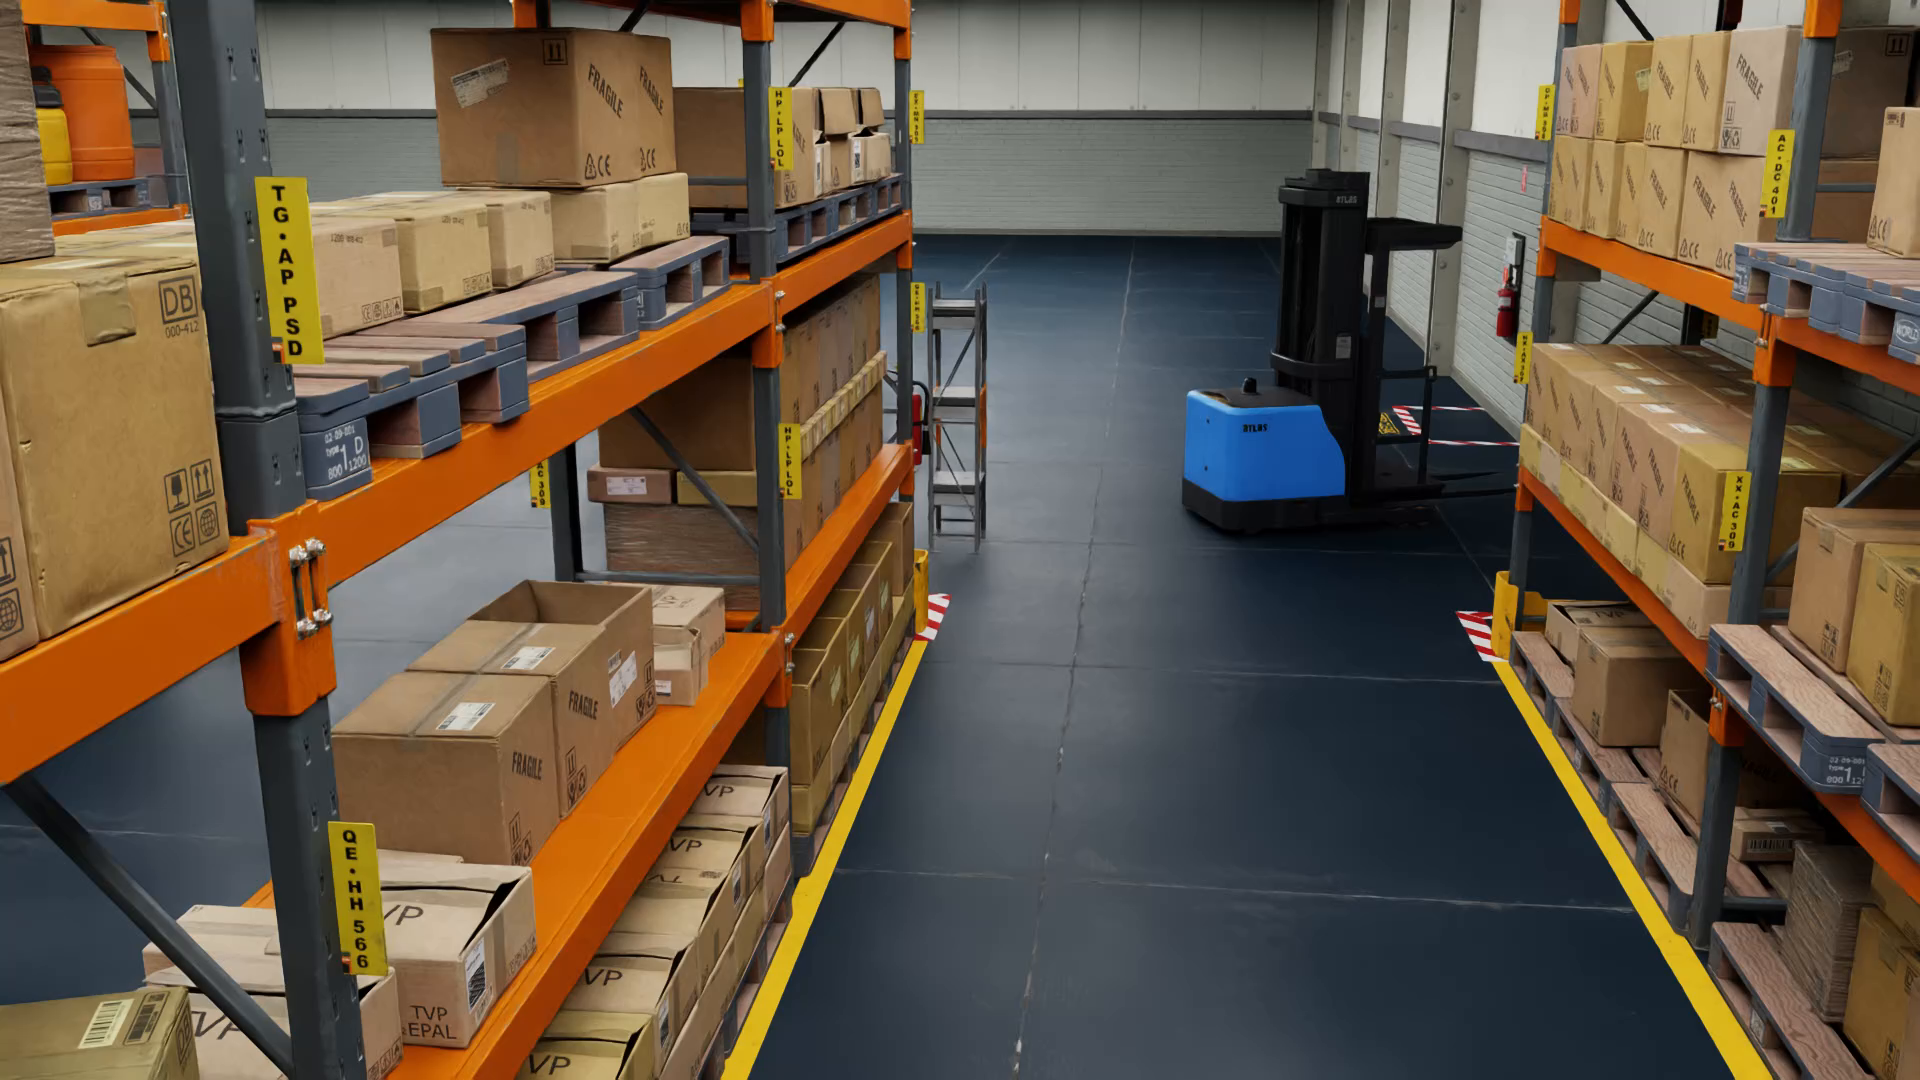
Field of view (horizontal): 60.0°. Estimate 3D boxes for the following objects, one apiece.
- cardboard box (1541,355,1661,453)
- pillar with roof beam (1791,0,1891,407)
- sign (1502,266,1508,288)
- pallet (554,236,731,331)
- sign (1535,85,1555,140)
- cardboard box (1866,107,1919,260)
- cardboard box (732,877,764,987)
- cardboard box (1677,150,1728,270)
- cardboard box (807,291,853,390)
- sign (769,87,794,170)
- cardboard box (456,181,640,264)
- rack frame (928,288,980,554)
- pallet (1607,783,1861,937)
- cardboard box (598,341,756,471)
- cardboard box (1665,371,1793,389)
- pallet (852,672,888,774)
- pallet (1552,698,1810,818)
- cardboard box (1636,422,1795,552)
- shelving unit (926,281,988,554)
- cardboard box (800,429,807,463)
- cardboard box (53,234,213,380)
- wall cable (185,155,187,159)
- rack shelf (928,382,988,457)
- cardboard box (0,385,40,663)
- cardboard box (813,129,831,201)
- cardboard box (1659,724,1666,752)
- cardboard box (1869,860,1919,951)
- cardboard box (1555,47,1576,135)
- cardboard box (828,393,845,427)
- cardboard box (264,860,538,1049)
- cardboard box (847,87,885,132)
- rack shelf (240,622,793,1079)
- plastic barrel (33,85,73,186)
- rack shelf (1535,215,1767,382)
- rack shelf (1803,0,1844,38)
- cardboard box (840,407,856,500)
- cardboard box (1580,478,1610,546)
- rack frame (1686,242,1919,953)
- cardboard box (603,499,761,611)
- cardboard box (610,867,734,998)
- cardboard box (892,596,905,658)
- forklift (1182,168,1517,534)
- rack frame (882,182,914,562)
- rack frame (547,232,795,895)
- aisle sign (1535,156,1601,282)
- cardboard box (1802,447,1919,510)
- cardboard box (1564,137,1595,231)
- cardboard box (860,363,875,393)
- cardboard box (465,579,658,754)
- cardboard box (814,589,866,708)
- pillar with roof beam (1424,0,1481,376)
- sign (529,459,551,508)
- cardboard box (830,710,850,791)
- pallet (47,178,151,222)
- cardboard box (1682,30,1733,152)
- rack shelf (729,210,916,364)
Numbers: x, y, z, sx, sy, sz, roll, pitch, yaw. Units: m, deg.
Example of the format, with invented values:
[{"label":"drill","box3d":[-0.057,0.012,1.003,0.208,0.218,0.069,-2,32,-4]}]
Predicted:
[{"label":"cardboard box","box3d":[3.688,-0.776,9.599,0.500,0.500,0.500,2,15,6]},{"label":"pillar with roof beam","box3d":[0.609,-3.536,9.498,9.100,9.000,0.400,2,15,6]},{"label":"sign","box3d":[6.046,-2.866,18.448,0.001,0.329,0.234,2,15,6]},{"label":"pallet","box3d":[-1.354,-0.954,6.063,0.805,0.209,1.217,1,15,4]},{"label":"sign","box3d":[3.567,-2.606,10.131,0.100,0.325,0.005,2,15,6]},{"label":"cardboard box","box3d":[3.514,-1.242,5.766,0.500,0.500,0.500,4,16,14]},{"label":"cardboard box","box3d":[-1.085,1.545,6.667,0.500,0.250,0.500,1,15,5]},{"label":"cardboard box","box3d":[3.536,-1.457,7.329,0.500,0.500,0.500,0,15,2]},{"label":"cardboard box","box3d":[-0.997,-1.138,9.445,0.700,0.500,0.500,2,15,6]},{"label":"sign","box3d":[-0.727,-1.663,6.727,0.100,0.325,0.005,2,15,6]},{"label":"cardboard box","box3d":[-1.406,-1.104,5.733,0.500,0.250,0.500,0,15,1]},{"label":"rack frame","box3d":[-0.046,-0.907,12.995,0.400,2.100,0.015,2,15,6]},{"label":"pallet","box3d":[3.696,1.488,7.753,1.003,0.211,1.213,2,15,6]},{"label":"cardboard box","box3d":[-1.224,-0.617,7.521,0.700,0.500,0.500,2,15,7]},{"label":"cardboard box","box3d":[4.144,-0.626,9.043,0.500,0.500,0.500,1,15,5]},{"label":"pallet","box3d":[-1.001,0.996,9.573,1.003,0.211,1.213,2,15,6]},{"label":"pallet","box3d":[3.831,1.171,8.926,1.003,0.211,1.213,2,15,6]},{"label":"cardboard box","box3d":[3.452,-0.243,7.626,0.500,0.500,0.500,2,15,6]},{"label":"shelving unit","box3d":[-0.019,-0.971,13.229,0.431,2.100,0.503,2,15,6]},{"label":"cardboard box","box3d":[-0.961,-0.453,8.156,0.380,0.149,0.250,2,15,6]},{"label":"cardboard box","box3d":[-1.724,-0.488,3.455,0.500,0.250,0.500,1,15,2]},{"label":"wall cable","box3d":[-21.380,-11.344,44.322,3.097,2.526,0.112,2,15,6]},{"label":"rack shelf","box3d":[-0.019,-0.958,13.233,0.431,0.518,0.480,2,15,6]},{"label":"cardboard box","box3d":[-1.792,-0.040,2.124,0.910,0.500,0.500,2,15,6]},{"label":"cardboard box","box3d":[-0.888,-1.765,7.796,0.500,0.311,0.500,1,15,3]},{"label":"cardboard box","box3d":[3.855,1.067,8.588,0.380,0.149,0.250,0,15,2]},{"label":"cardboard box","box3d":[3.542,1.256,5.781,0.500,0.250,0.500,1,15,5]},{"label":"cardboard box","box3d":[3.822,-2.616,9.697,0.500,0.500,0.500,1,15,2]},{"label":"cardboard box","box3d":[-0.843,-0.719,9.141,0.380,0.149,0.250,1,15,5]},{"label":"cardboard box","box3d":[-1.425,1.027,4.289,0.500,0.311,0.500,2,15,6]},{"label":"cardboard box","box3d":[-0.885,-2.484,10.085,0.797,0.503,0.637,3,15,10]},{"label":"rack shelf","box3d":[-1.493,1.039,5.453,1.077,0.370,4.000,2,15,6]},{"label":"plastic barrel","box3d":[-5.740,-2.454,10.079,0.600,0.588,0.600,0,15,0]},{"label":"rack shelf","box3d":[3.881,-1.302,8.362,1.077,0.370,4.000,2,15,6]},{"label":"rack shelf","box3d":[3.429,-1.519,4.186,1.077,0.370,4.000,2,15,6]},{"label":"cardboard box","box3d":[-0.998,-0.527,9.674,0.700,0.500,0.500,2,15,7]},{"label":"cardboard box","box3d":[3.569,-0.142,8.689,0.500,0.250,0.500,2,15,7]},{"label":"rack frame","box3d":[3.655,0.318,6.741,1.000,3.000,0.127,2,15,6]},{"label":"cardboard box","box3d":[-1.224,0.009,7.690,0.700,0.500,0.500,1,15,5]},{"label":"cardboard box","box3d":[-1.139,1.405,6.110,0.500,0.311,0.500,2,15,6]},{"label":"cardboard box","box3d":[-0.627,0.538,10.390,0.500,0.250,0.500,2,15,6]},{"label":"forklift","box3d":[3.516,-1.651,14.151,3.031,2.935,1.130,-4,16,-14]},{"label":"rack frame","box3d":[-0.816,-0.865,11.114,1.000,3.000,0.127,2,15,6]},{"label":"rack frame","box3d":[-1.267,0.173,7.277,1.000,3.000,0.127,2,15,6]},{"label":"aisle sign","box3d":[3.816,-2.002,10.340,0.394,0.787,0.004,2,15,6]},{"label":"cardboard box","box3d":[3.916,-0.097,7.088,0.500,0.500,0.500,1,15,5]},{"label":"cardboard box","box3d":[3.724,-2.008,9.366,0.500,0.500,0.500,3,15,10]},{"label":"cardboard box","box3d":[-0.727,-0.987,10.132,0.380,0.149,0.250,1,15,5]},{"label":"cardboard box","box3d":[-1.430,0.460,6.024,0.500,0.500,0.500,3,15,10]},{"label":"cardboard box","box3d":[-0.791,0.565,8.853,0.500,0.500,0.500,2,15,6]},{"label":"pillar with roof beam","box3d":[1.963,-6.648,21.008,9.100,9.000,0.400,2,15,6]},{"label":"sign","box3d":[-1.819,-0.299,7.213,0.100,0.325,0.005,2,15,6]},{"label":"cardboard box","box3d":[-0.852,1.056,8.472,0.500,0.250,0.500,2,15,6]},{"label":"pallet","box3d":[-5.928,-2.157,10.507,1.003,0.211,1.213,2,15,6]},{"label":"cardboard box","box3d":[3.494,-1.952,7.243,0.500,0.500,0.500,3,15,9]},{"label":"rack shelf","box3d":[-1.042,-1.447,8.898,1.077,0.370,4.000,2,15,6]}]
